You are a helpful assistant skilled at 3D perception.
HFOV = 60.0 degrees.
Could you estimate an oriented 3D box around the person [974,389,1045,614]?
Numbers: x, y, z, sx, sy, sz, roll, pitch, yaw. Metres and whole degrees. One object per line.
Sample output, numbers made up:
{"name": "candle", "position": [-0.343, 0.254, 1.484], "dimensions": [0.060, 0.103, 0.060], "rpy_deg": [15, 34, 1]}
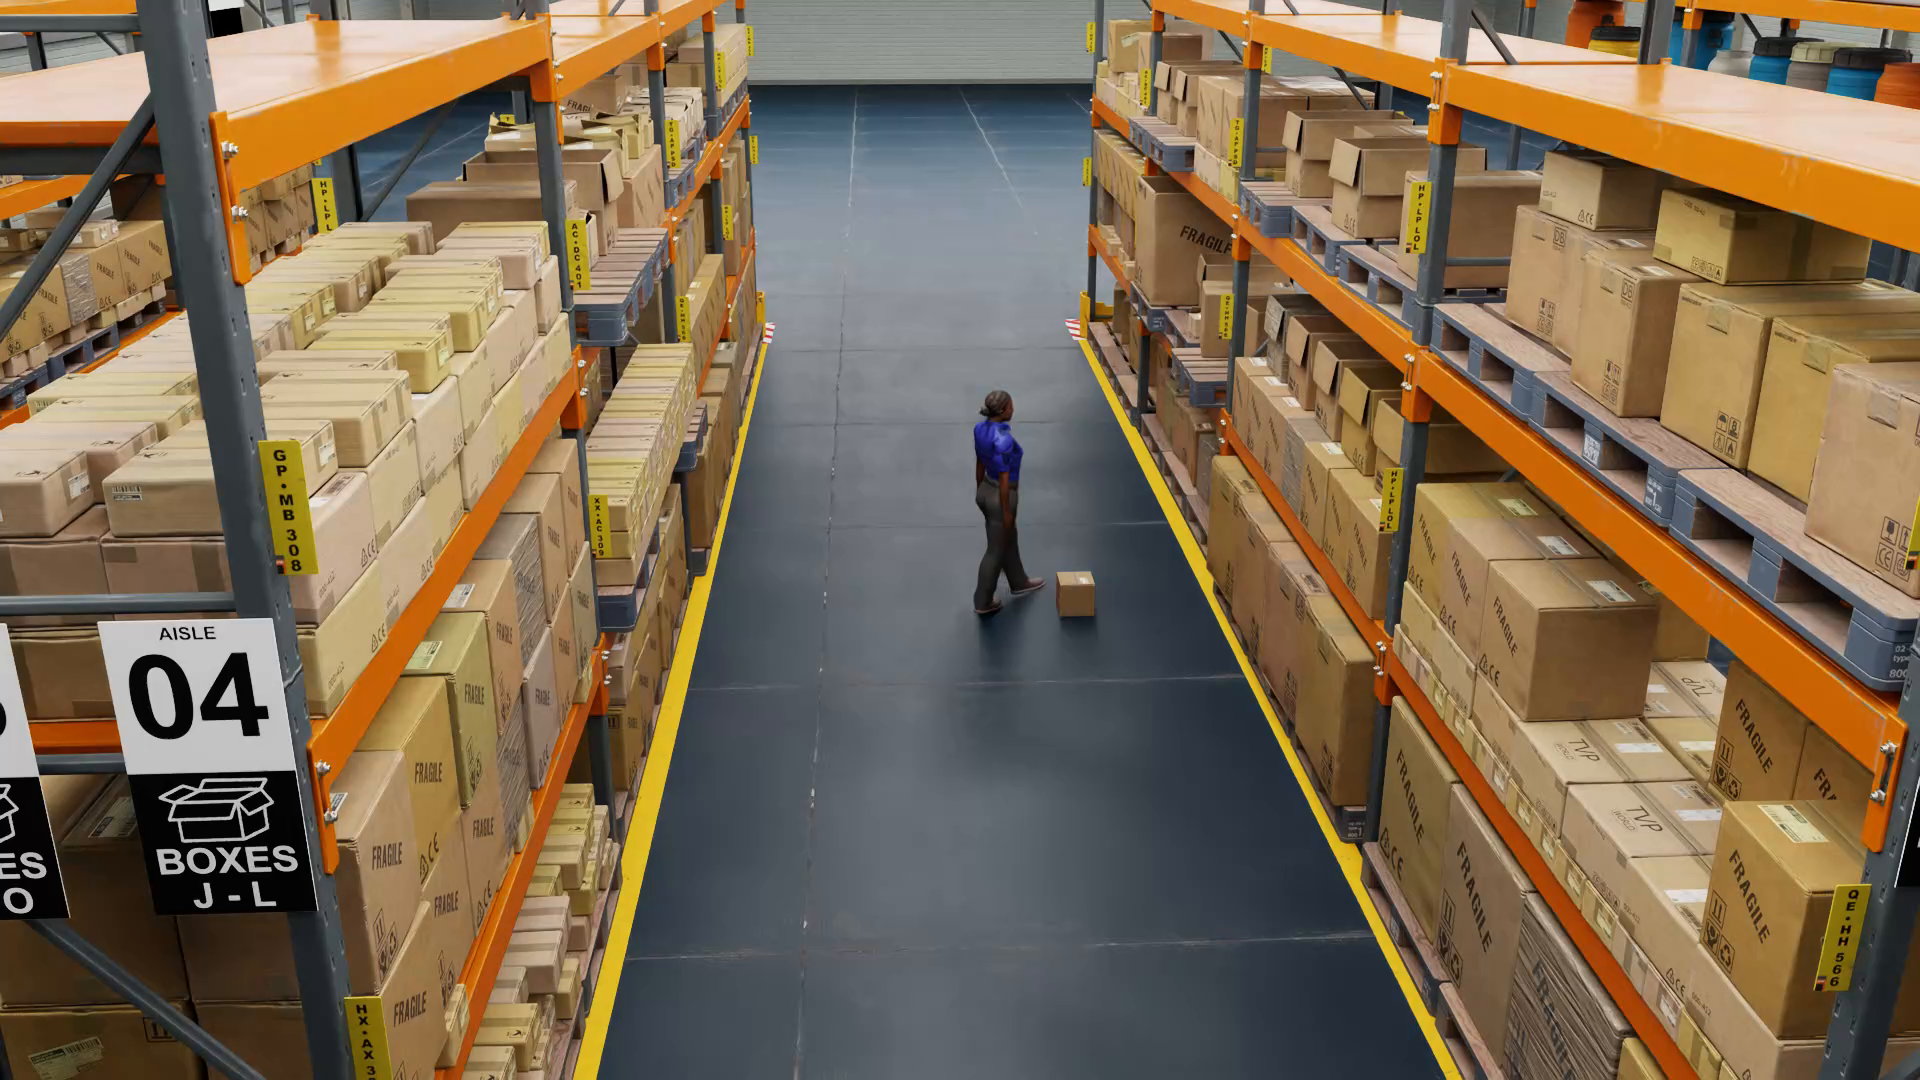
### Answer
{"name": "person", "position": [0.390, -0.298, 11.859], "dimensions": [0.682, 1.655, 0.479], "rpy_deg": [-10, 23, -24]}
